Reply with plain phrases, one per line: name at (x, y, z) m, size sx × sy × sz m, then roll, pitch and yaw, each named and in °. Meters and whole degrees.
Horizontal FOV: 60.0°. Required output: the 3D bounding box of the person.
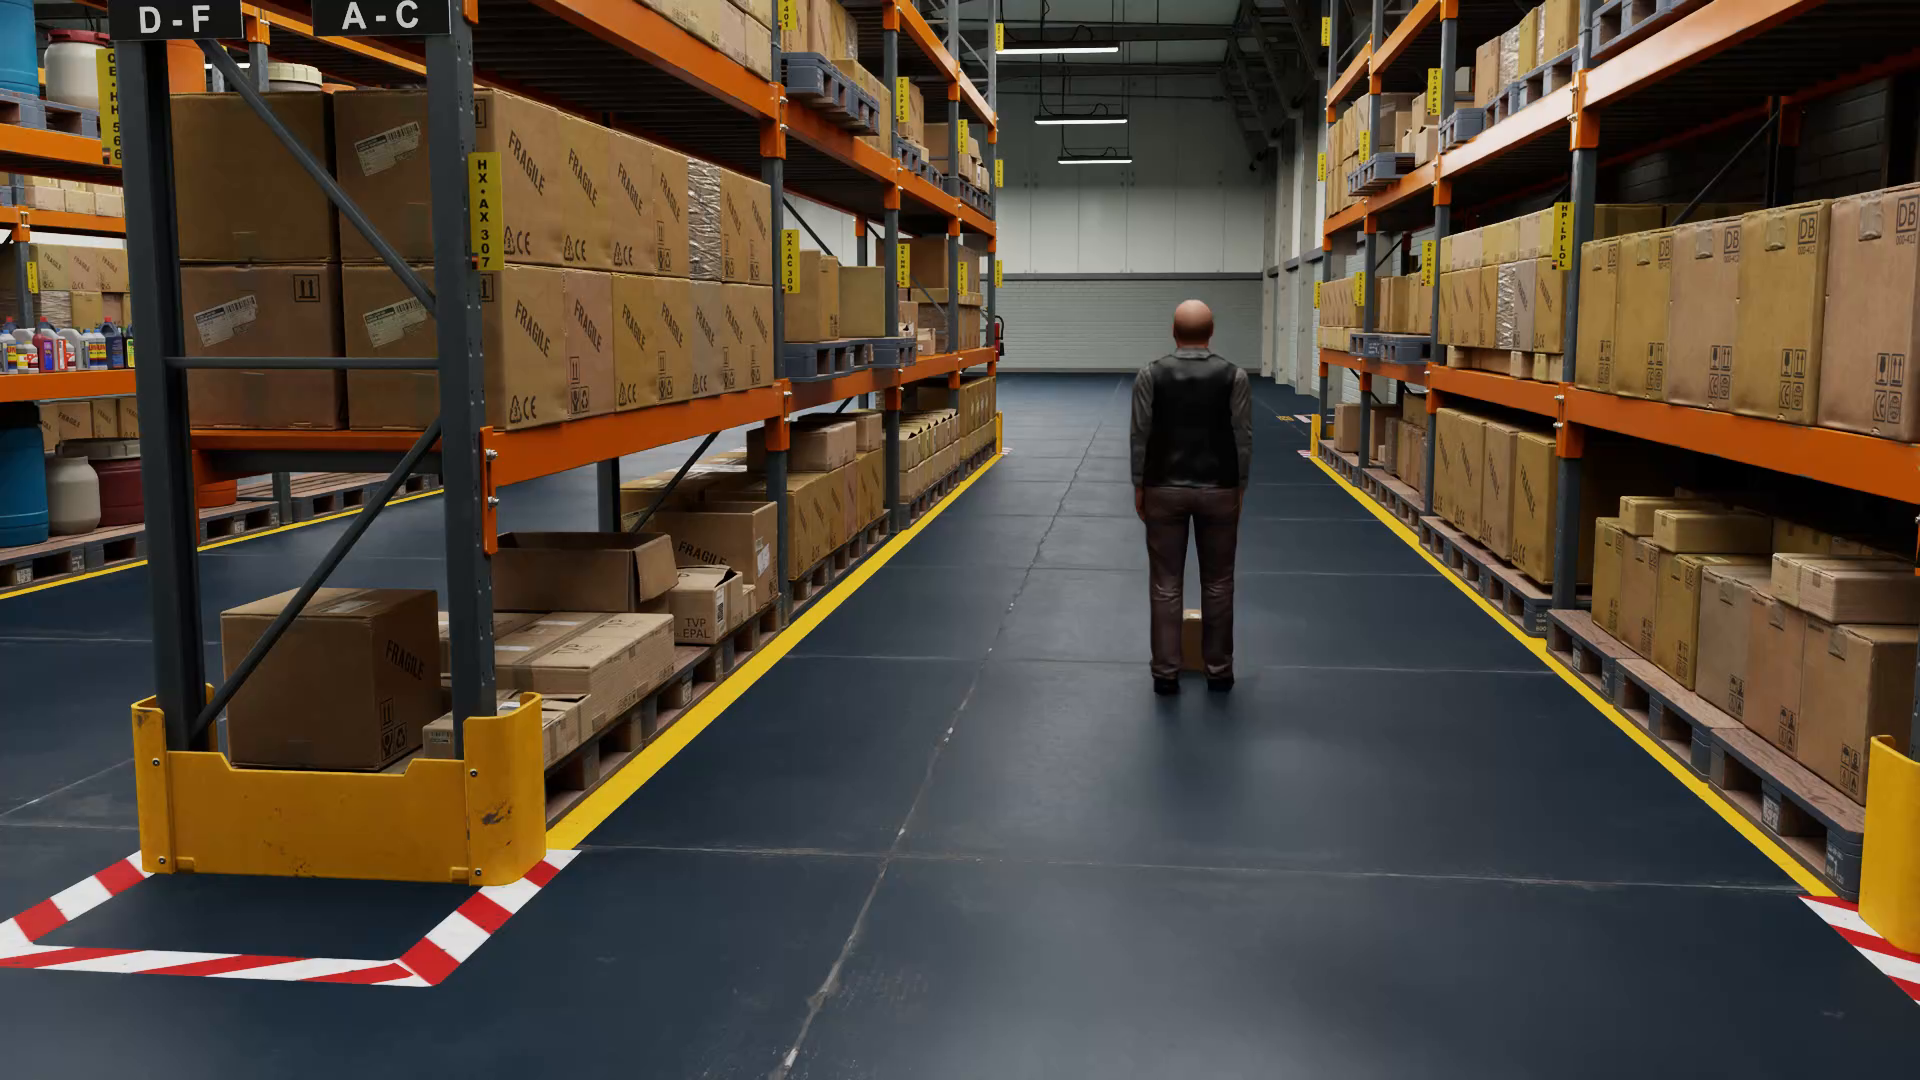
person at (1.014, -0.187, 7.354) m, size 0.536 × 1.736 × 0.387 m, roll 1°, pitch 8°, yaw 7°
